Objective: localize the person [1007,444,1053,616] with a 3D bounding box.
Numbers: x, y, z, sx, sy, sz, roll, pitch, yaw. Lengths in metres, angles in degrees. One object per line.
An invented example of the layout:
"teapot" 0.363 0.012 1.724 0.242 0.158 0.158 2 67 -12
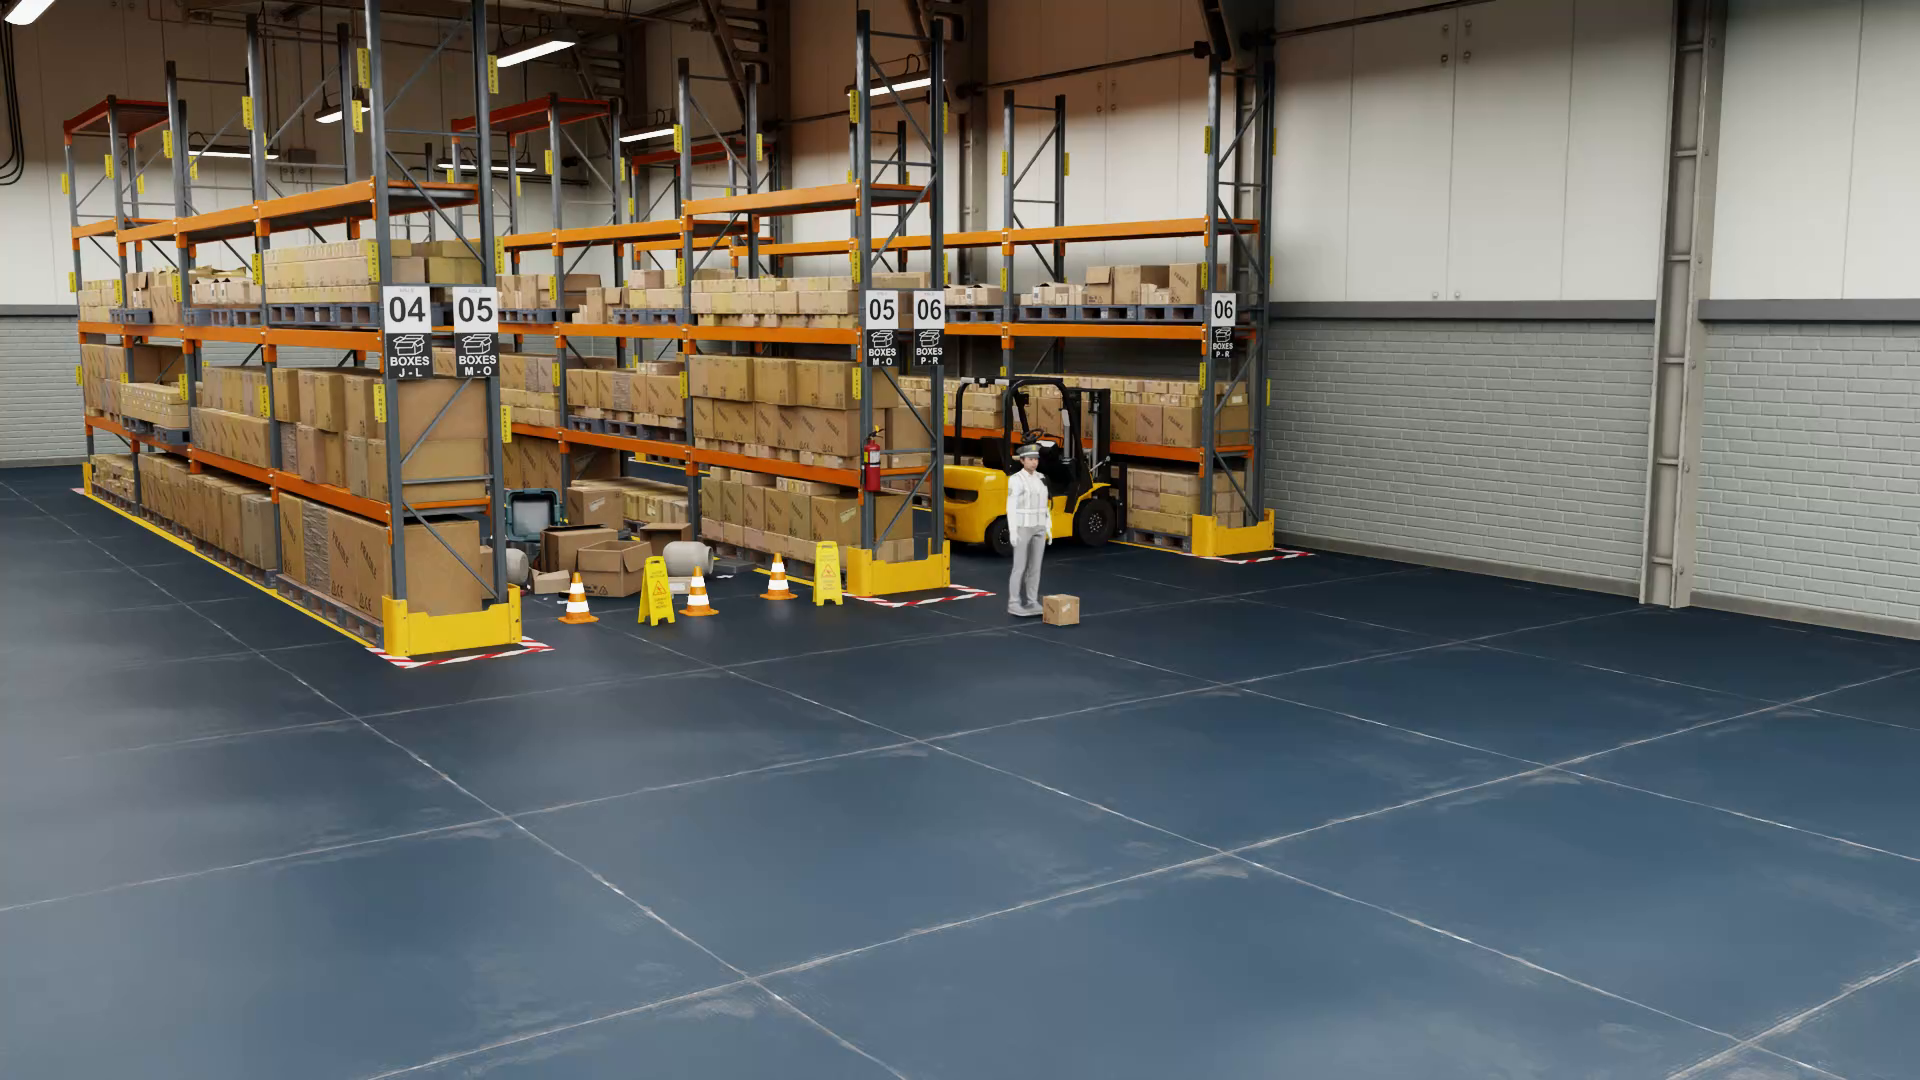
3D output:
"person" 0.690 -0.107 16.359 0.486 1.686 0.334 -6 10 -35
